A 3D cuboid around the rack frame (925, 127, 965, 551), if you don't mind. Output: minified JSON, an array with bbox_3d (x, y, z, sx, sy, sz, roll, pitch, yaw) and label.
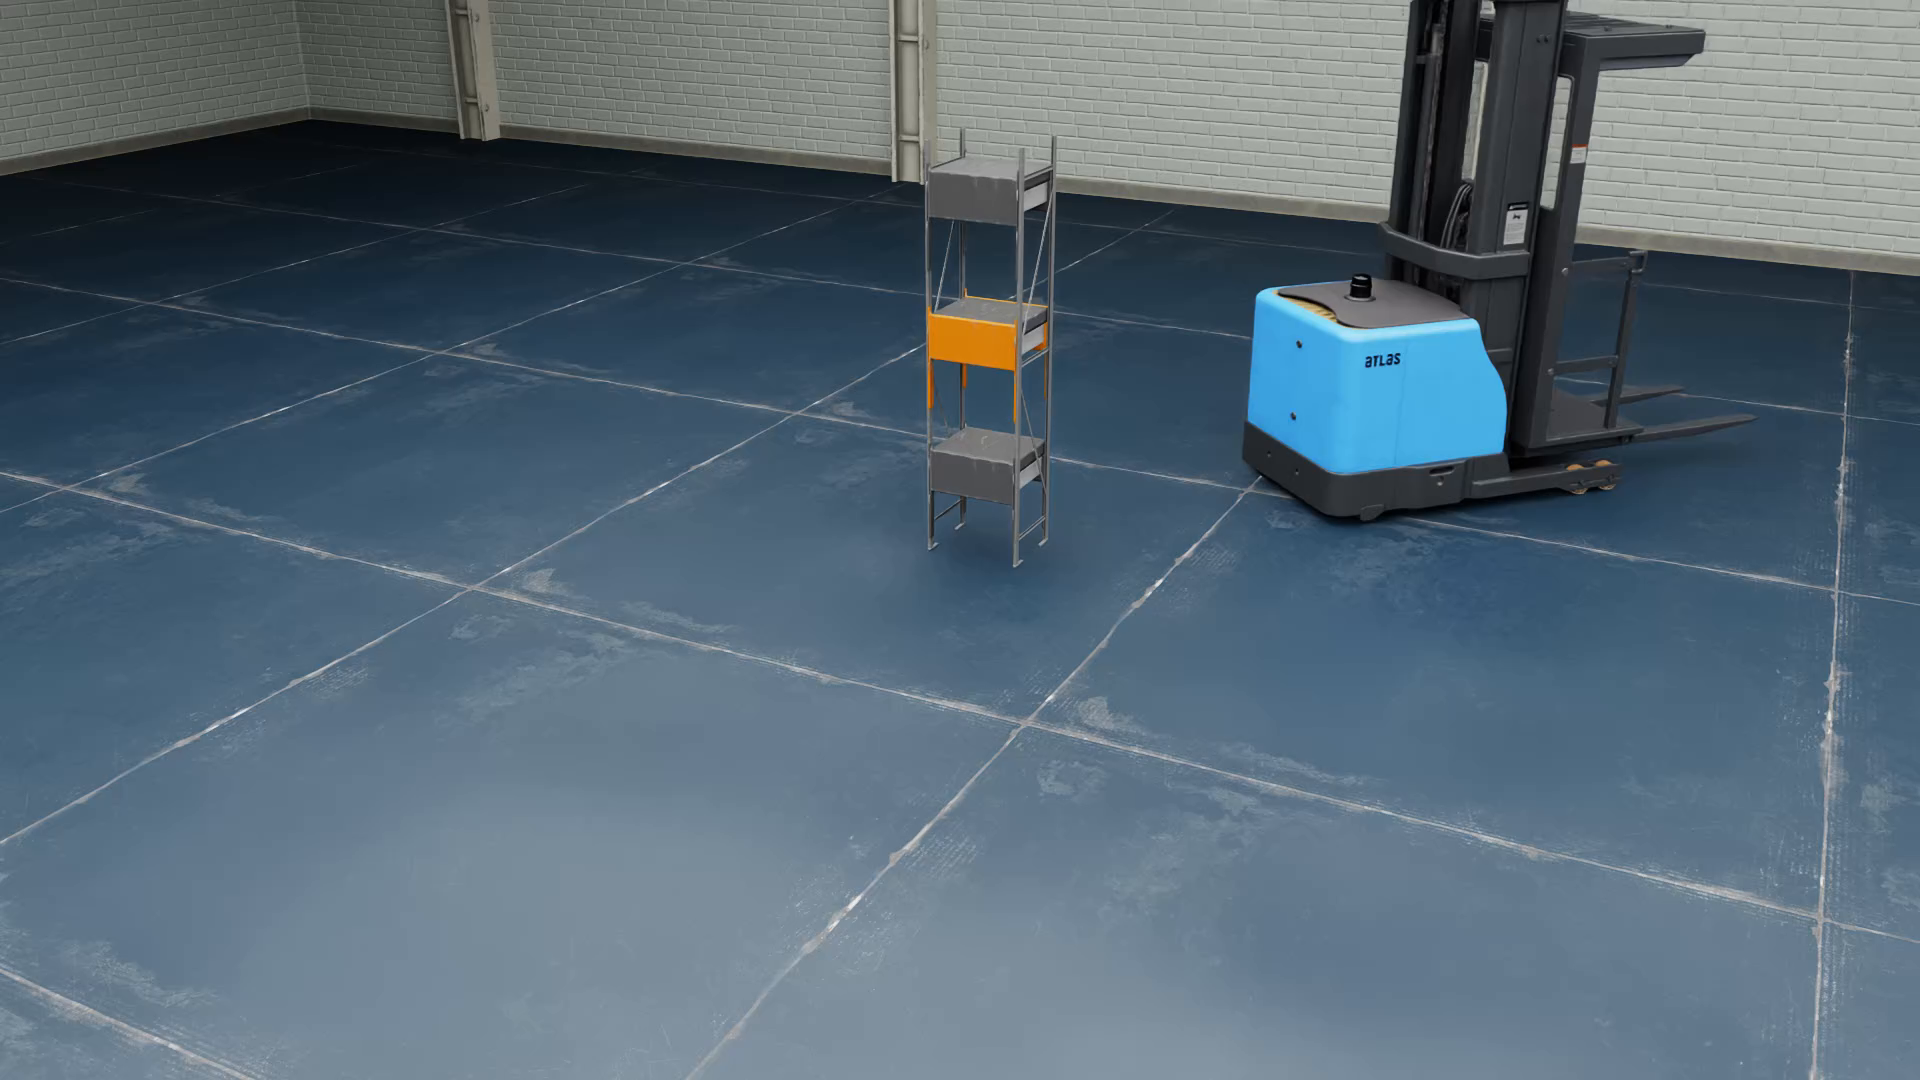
[{"bbox_3d":[-0.070,-0.980,8.372,0.015,2.100,0.400,11,25,25],"label":"rack frame"}]

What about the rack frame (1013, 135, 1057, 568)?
[{"bbox_3d":[0.365,-0.894,8.169,0.015,2.100,0.400,11,25,25],"label":"rack frame"}]

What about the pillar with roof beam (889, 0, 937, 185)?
[{"bbox_3d":[-2.430,-6.486,12.502,0.400,9.000,9.100,11,25,25],"label":"pillar with roof beam"}]

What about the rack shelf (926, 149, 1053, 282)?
[{"bbox_3d":[0.148,-1.569,8.002,0.480,0.518,0.431,11,25,25],"label":"rack shelf"}]

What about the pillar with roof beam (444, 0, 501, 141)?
[{"bbox_3d":[-7.784,-7.545,14.993,0.400,9.000,9.100,11,25,25],"label":"pillar with roof beam"}]

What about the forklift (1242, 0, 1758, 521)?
[{"bbox_3d":[3.214,-1.790,9.213,3.031,2.935,1.130,-8,24,-18],"label":"forklift"}]

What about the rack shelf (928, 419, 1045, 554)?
[{"bbox_3d":[0.148,-0.280,8.550,0.480,0.518,0.431,11,25,25],"label":"rack shelf"}]

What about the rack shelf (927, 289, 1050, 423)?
[{"bbox_3d":[0.148,-0.924,8.276,0.480,0.518,0.431,11,25,25],"label":"rack shelf"}]

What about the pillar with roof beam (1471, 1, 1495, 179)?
[{"bbox_3d":[2.925,-5.426,10.011,0.400,9.000,9.100,11,25,25],"label":"pillar with roof beam"}]

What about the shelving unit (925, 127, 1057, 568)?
[{"bbox_3d":[0.148,-0.937,8.270,0.503,2.100,0.431,11,25,25],"label":"shelving unit"}]
